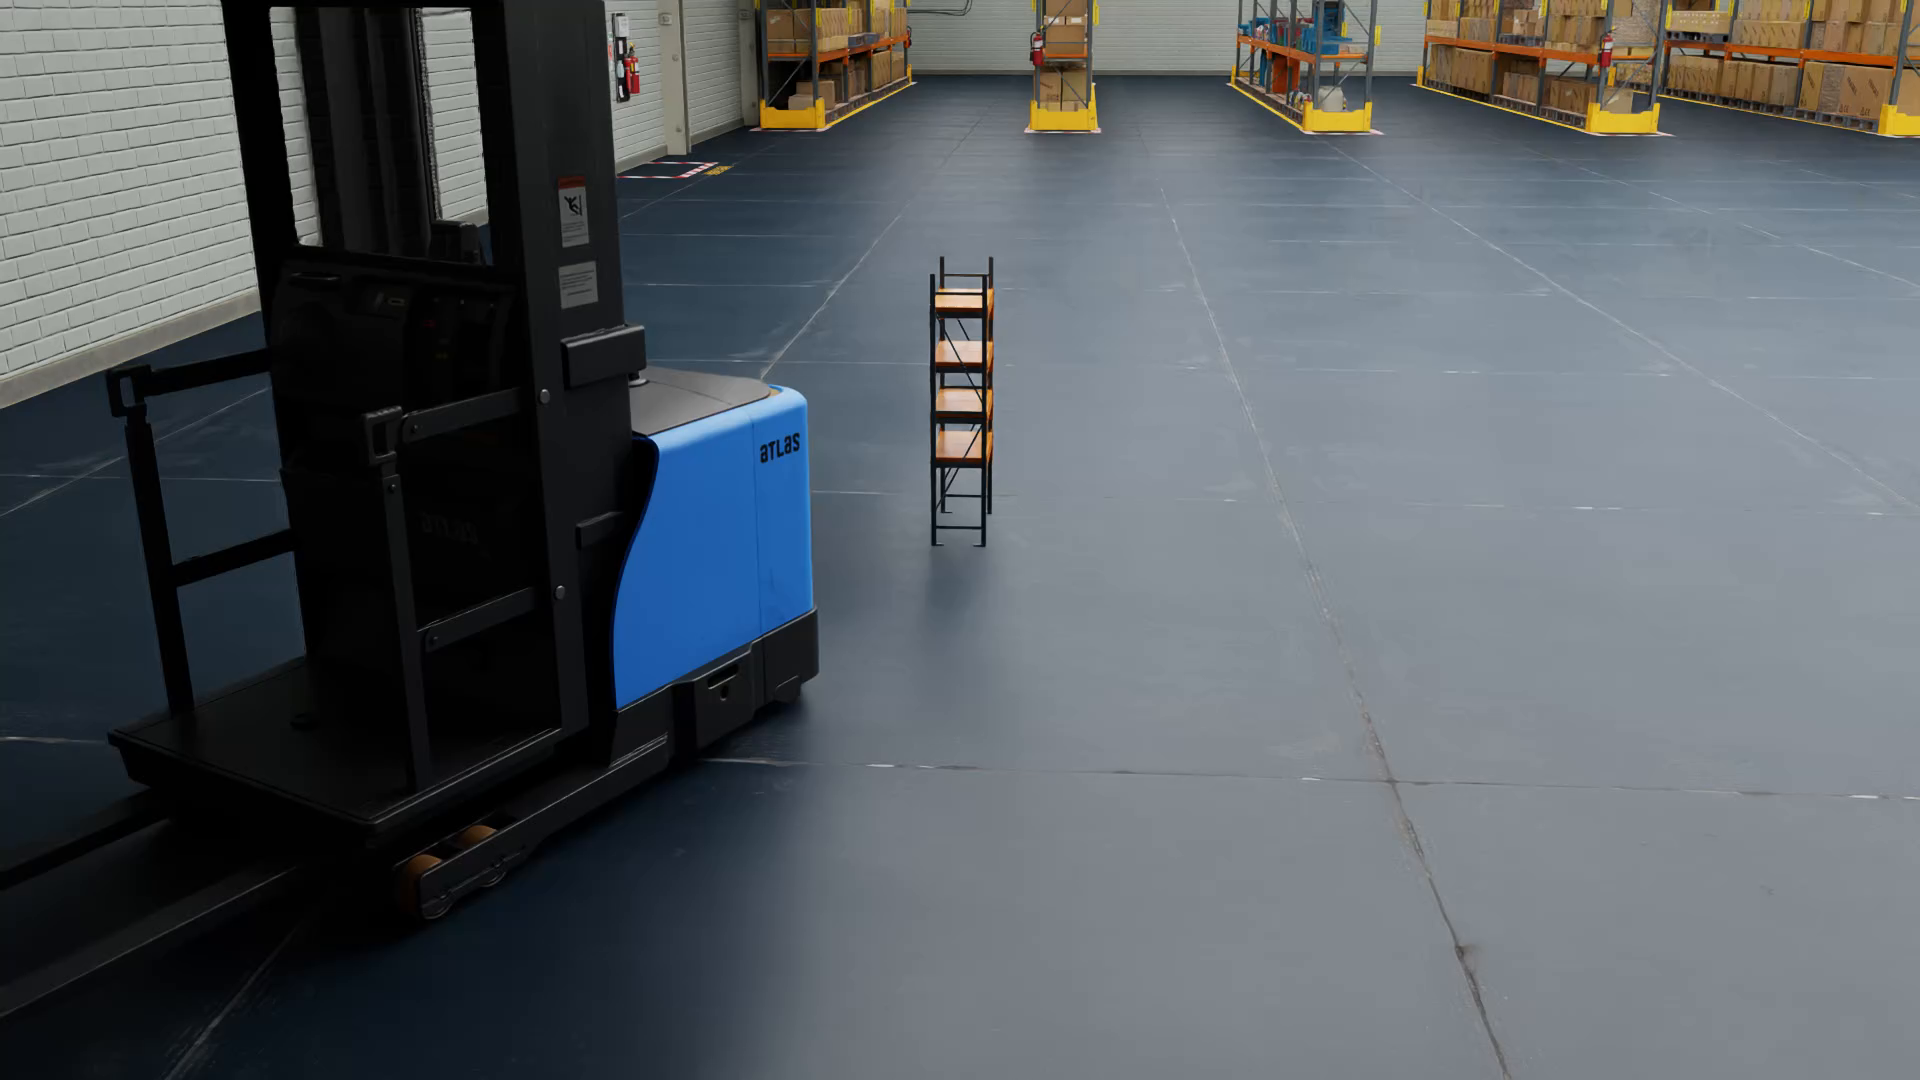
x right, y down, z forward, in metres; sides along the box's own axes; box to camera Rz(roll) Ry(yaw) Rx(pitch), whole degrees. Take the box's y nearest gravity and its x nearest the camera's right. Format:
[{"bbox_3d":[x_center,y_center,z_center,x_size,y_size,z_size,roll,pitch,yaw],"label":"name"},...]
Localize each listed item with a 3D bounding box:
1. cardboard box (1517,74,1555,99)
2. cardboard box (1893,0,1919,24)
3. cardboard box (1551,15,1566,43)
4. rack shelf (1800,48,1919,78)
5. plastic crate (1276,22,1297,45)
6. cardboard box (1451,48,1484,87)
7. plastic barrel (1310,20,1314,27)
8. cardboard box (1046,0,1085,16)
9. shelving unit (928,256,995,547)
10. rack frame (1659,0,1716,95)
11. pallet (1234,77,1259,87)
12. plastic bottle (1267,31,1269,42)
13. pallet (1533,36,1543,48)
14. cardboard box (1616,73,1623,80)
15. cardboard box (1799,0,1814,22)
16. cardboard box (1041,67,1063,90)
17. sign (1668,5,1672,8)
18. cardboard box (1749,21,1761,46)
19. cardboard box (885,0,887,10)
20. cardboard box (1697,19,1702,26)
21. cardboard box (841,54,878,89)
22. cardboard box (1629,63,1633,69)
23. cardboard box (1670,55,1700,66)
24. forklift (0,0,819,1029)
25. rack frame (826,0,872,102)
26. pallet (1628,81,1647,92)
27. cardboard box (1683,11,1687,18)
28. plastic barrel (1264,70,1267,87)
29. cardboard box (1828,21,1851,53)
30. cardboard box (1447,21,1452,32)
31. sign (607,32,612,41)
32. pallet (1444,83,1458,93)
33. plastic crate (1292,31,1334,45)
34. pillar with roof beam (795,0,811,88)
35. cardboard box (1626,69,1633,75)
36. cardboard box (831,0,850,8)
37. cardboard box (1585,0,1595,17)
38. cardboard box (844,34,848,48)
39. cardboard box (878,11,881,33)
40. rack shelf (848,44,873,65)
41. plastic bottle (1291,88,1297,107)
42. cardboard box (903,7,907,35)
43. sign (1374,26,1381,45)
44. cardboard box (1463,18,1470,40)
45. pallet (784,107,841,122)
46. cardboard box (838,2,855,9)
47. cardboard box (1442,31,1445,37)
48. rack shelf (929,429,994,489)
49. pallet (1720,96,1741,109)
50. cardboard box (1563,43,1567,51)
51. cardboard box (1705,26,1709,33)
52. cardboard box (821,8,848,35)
[{"bbox_3d":[12.225,-9.605,35.225,0.700,0.500,0.500,3,18,9],"label":"cardboard box"},{"bbox_3d":[16.746,-9.213,28.747,0.875,0.550,0.550,1,18,4],"label":"cardboard box"},{"bbox_3d":[11.862,-9.794,31.859,0.875,0.500,0.500,1,18,4],"label":"cardboard box"},{"bbox_3d":[16.824,-8.793,30.597,1.077,0.370,4.000,1,18,4],"label":"rack shelf"},{"bbox_3d":[6.953,-10.787,35.422,0.402,0.464,0.583,1,18,4],"label":"plastic crate"},{"bbox_3d":[12.575,-11.374,40.054,1.225,0.875,0.875,1,18,4],"label":"cardboard box"},{"bbox_3d":[7.374,-10.366,34.022,0.433,0.535,0.433,0,18,0],"label":"plastic barrel"},{"bbox_3d":[1.910,-9.704,29.976,0.700,0.500,0.500,1,18,4],"label":"cardboard box"},{"bbox_3d":[0.012,-0.622,7.393,0.258,1.200,0.503,1,18,4],"label":"shelving unit"},{"bbox_3d":[17.541,-12.241,39.963,1.000,3.000,0.127,1,18,4],"label":"rack frame"},{"bbox_3d":[7.849,-12.156,44.181,1.003,0.211,1.213,1,18,4],"label":"pallet"},{"bbox_3d":[6.994,-11.403,37.592,0.061,0.283,0.133,1,18,4],"label":"plastic bottle"},{"bbox_3d":[12.227,-10.041,33.559,1.003,0.211,1.213,1,18,4],"label":"pallet"},{"bbox_3d":[17.470,-12.173,43.658,0.380,0.149,0.250,2,18,5],"label":"cardboard box"},{"bbox_3d":[16.997,-10.433,32.680,0.700,0.500,0.500,1,18,3],"label":"cardboard box"},{"bbox_3d":[1.773,-9.078,32.846,0.500,0.500,0.500,1,18,4],"label":"cardboard box"},{"bbox_3d":[16.999,-12.662,39.858,0.100,0.325,0.005,1,18,4],"label":"sign"},{"bbox_3d":[16.882,-10.598,34.789,0.500,0.500,0.500,1,18,4],"label":"cardboard box"},{"bbox_3d":[-2.046,-12.960,40.283,0.500,0.250,0.500,2,18,5],"label":"cardboard box"},{"bbox_3d":[16.907,-11.703,37.574,0.380,0.149,0.250,1,18,4],"label":"cardboard box"},{"bbox_3d":[-2.324,-10.876,38.575,0.750,0.750,0.750,1,18,3],"label":"cardboard box"},{"bbox_3d":[17.470,-12.213,42.827,0.380,0.149,0.250,0,18,1],"label":"cardboard box"},{"bbox_3d":[17.224,-11.385,39.488,0.500,0.250,0.500,0,18,1],"label":"cardboard box"},{"bbox_3d":[-1.683,-0.559,4.421,1.130,2.935,3.031,11,21,29],"label":"forklift"},{"bbox_3d":[-2.508,-11.472,37.618,1.000,3.000,0.127,1,18,4],"label":"rack frame"},{"bbox_3d":[17.638,-11.505,42.196,1.003,0.211,1.213,1,18,4],"label":"pallet"},{"bbox_3d":[16.981,-12.169,38.516,0.380,0.149,0.250,1,18,3],"label":"cardboard box"},{"bbox_3d":[7.424,-10.949,39.342,0.421,0.512,0.421,0,18,0],"label":"plastic barrel"},{"bbox_3d":[16.780,-9.376,30.980,0.875,0.550,0.550,1,18,4],"label":"cardboard box"},{"bbox_3d":[12.405,-12.757,41.301,0.500,0.250,0.500,2,18,6],"label":"cardboard box"},{"bbox_3d":[-4.673,-6.695,22.130,0.001,0.109,0.331,1,18,4],"label":"sign"},{"bbox_3d":[12.733,-11.292,41.547,1.003,0.211,1.213,1,18,4],"label":"pallet"},{"bbox_3d":[6.922,-9.820,32.674,0.767,0.338,0.504,1,18,4],"label":"plastic crate"},{"bbox_3d":[0.830,-13.843,35.217,9.100,9.000,0.400,1,18,4],"label":"pillar with roof beam"},{"bbox_3d":[17.402,-12.073,42.878,0.380,0.149,0.250,2,18,6],"label":"cardboard box"},{"bbox_3d":[-2.734,-12.174,37.884,0.500,0.250,0.500,2,18,5],"label":"cardboard box"},{"bbox_3d":[11.563,-9.652,29.818,0.500,0.500,0.500,1,18,4],"label":"cardboard box"},{"bbox_3d":[-2.526,-10.015,33.377,0.500,0.250,0.500,1,18,4],"label":"cardboard box"},{"bbox_3d":[-2.134,-12.133,38.962,0.500,0.500,0.500,1,18,4],"label":"cardboard box"},{"bbox_3d":[-2.651,-10.509,35.834,1.077,0.370,4.000,1,18,4],"label":"rack shelf"},{"bbox_3d":[6.615,-8.718,32.759,0.144,0.351,0.185,2,18,5],"label":"plastic bottle"},{"bbox_3d":[-1.961,-13.941,44.670,0.980,0.700,0.700,2,18,6],"label":"cardboard box"},{"bbox_3d":[7.349,-8.885,29.276,0.100,0.325,0.005,1,18,4],"label":"sign"},{"bbox_3d":[12.283,-12.137,39.486,0.500,0.500,0.500,1,18,4],"label":"cardboard box"},{"bbox_3d":[-2.892,-8.316,32.462,1.003,0.211,1.213,1,18,4],"label":"pallet"},{"bbox_3d":[-2.511,-11.829,36.798,0.380,0.149,0.250,-2,18,-5],"label":"cardboard box"},{"bbox_3d":[12.387,-12.765,41.966,0.380,0.149,0.250,1,18,3],"label":"cardboard box"},{"bbox_3d":[0.012,-0.369,7.476,0.258,0.148,0.480,1,18,4],"label":"rack shelf"},{"bbox_3d":[17.122,-9.430,35.864,1.003,0.211,1.213,1,18,4],"label":"pallet"},{"bbox_3d":[11.647,-9.330,31.484,0.380,0.149,0.250,1,18,4],"label":"cardboard box"},{"bbox_3d":[16.868,-11.399,37.124,0.380,0.149,0.250,2,18,5],"label":"cardboard box"},{"bbox_3d":[-2.520,-10.371,33.261,0.500,0.500,0.500,1,18,4],"label":"cardboard box"}]
